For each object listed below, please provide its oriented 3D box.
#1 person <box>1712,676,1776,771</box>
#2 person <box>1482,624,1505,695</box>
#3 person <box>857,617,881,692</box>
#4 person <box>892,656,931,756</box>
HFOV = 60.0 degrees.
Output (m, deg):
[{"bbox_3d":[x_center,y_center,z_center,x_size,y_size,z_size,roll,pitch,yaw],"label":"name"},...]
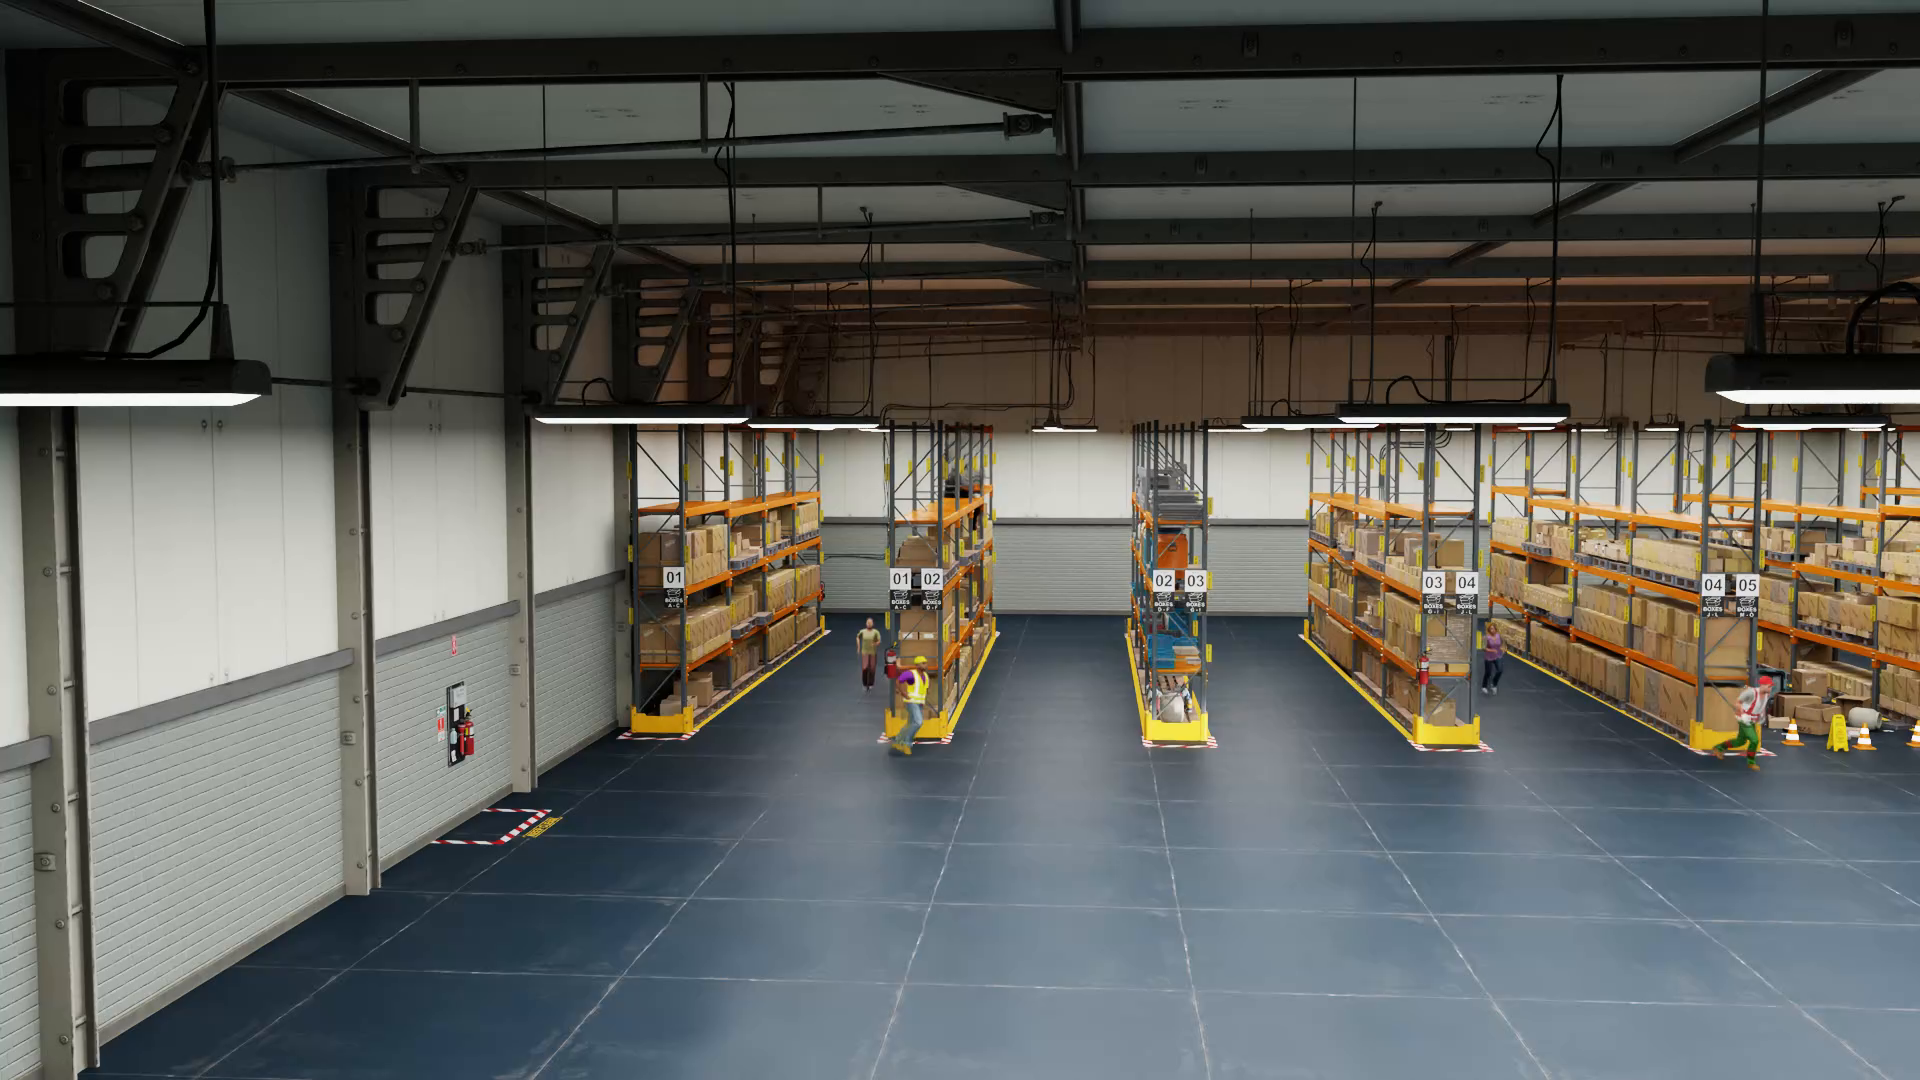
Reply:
[{"bbox_3d":[13.490,3.118,28.605,0.653,1.654,1.086,-2,4,-29],"label":"person"},{"bbox_3d":[11.692,2.620,36.433,0.551,1.530,0.789,0,4,2],"label":"person"},{"bbox_3d":[-2.020,2.547,36.950,0.549,1.659,0.656,0,4,-4],"label":"person"},{"bbox_3d":[-0.842,2.978,29.994,0.666,1.775,0.742,2,4,34],"label":"person"}]
